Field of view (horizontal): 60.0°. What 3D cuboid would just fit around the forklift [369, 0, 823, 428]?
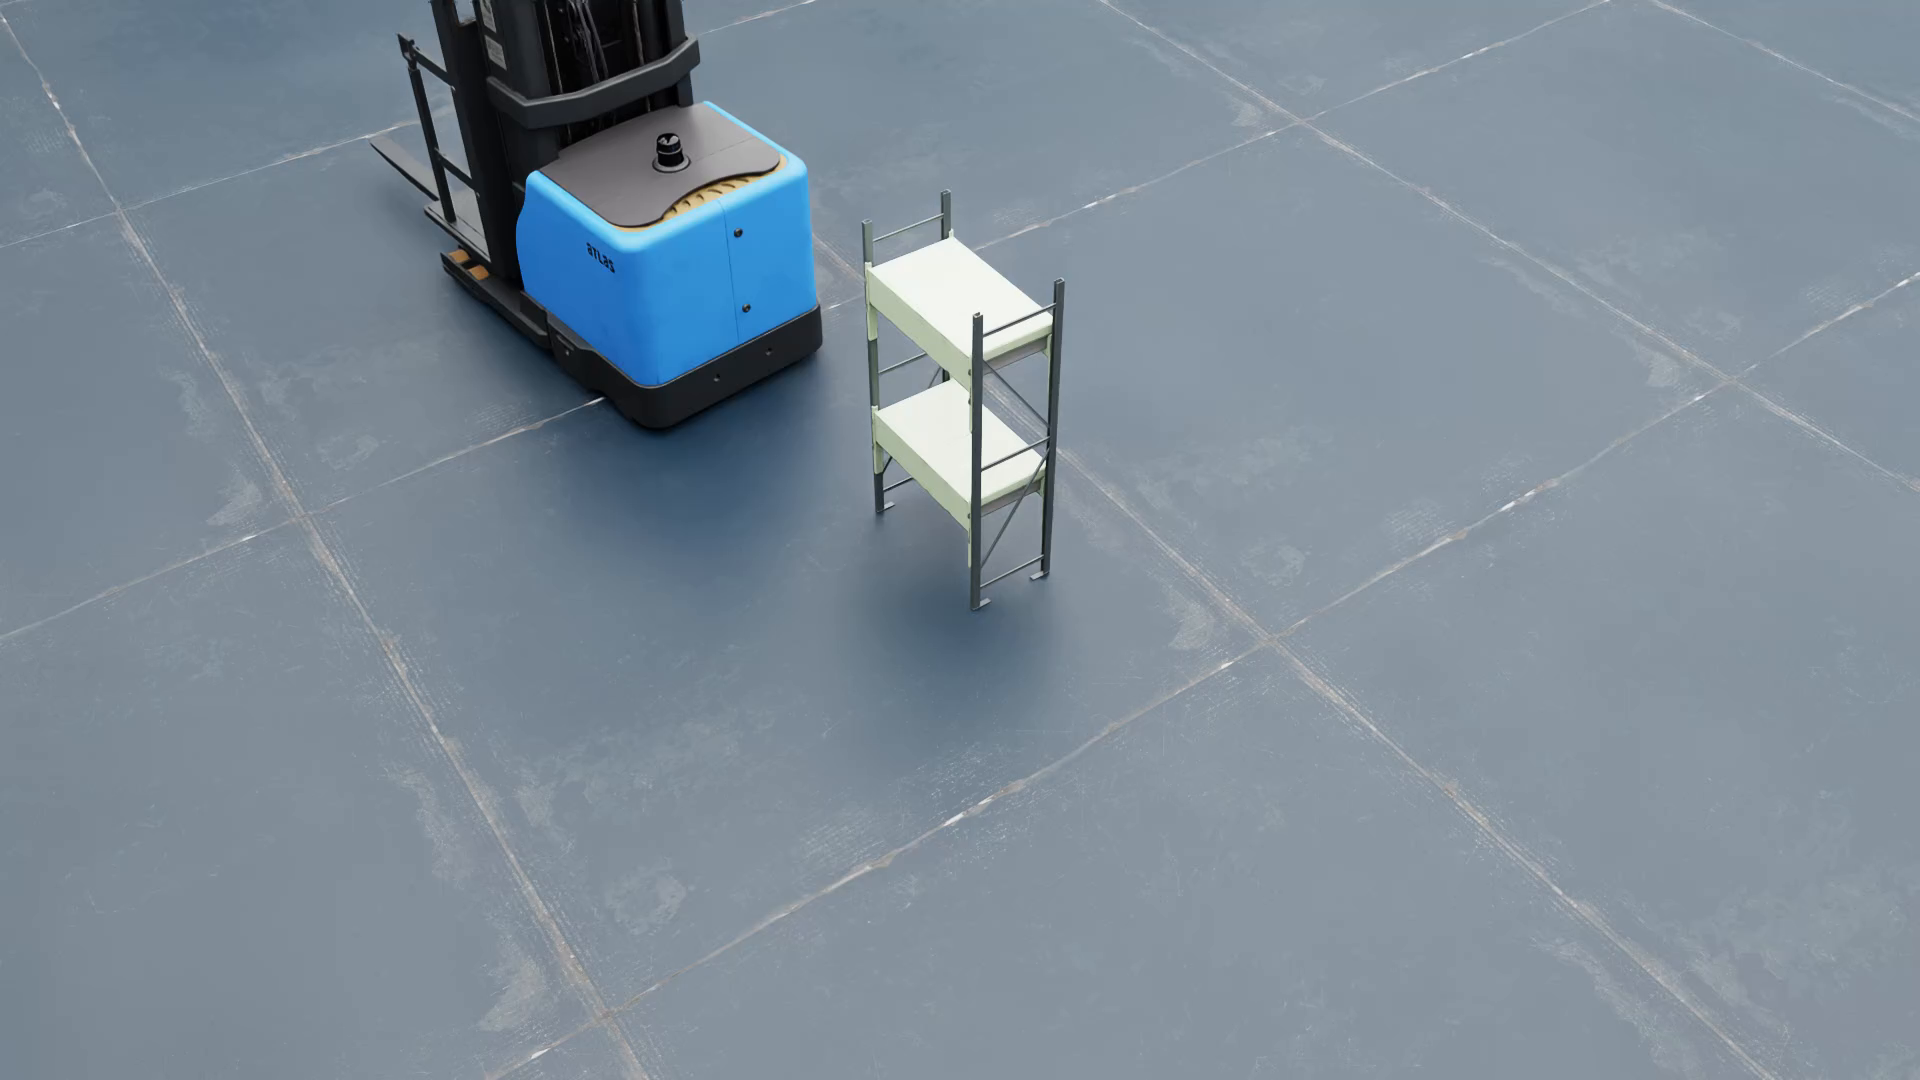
[{"bbox_3d":[-2.031,-2.511,7.748,1.130,2.935,3.031,-32,52,-29],"label":"forklift"}]

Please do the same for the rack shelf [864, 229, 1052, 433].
[{"bbox_3d":[0.004,-0.821,6.450,0.431,0.370,0.720,-26,49,-24],"label":"rack shelf"}]

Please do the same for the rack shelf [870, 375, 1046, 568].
[{"bbox_3d":[0.004,-0.303,6.944,0.431,0.370,0.720,-26,49,-24],"label":"rack shelf"}]

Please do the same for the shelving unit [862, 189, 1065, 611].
[{"bbox_3d":[0.004,-0.539,6.719,0.431,1.500,0.755,-26,49,-24],"label":"shelving unit"}]

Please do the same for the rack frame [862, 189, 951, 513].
[{"bbox_3d":[-0.206,-0.746,6.936,0.400,1.500,0.023,-26,49,-24],"label":"rack frame"}]

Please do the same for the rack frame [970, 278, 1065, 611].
[{"bbox_3d":[0.213,-0.331,6.502,0.400,1.500,0.023,-26,49,-24],"label":"rack frame"}]
